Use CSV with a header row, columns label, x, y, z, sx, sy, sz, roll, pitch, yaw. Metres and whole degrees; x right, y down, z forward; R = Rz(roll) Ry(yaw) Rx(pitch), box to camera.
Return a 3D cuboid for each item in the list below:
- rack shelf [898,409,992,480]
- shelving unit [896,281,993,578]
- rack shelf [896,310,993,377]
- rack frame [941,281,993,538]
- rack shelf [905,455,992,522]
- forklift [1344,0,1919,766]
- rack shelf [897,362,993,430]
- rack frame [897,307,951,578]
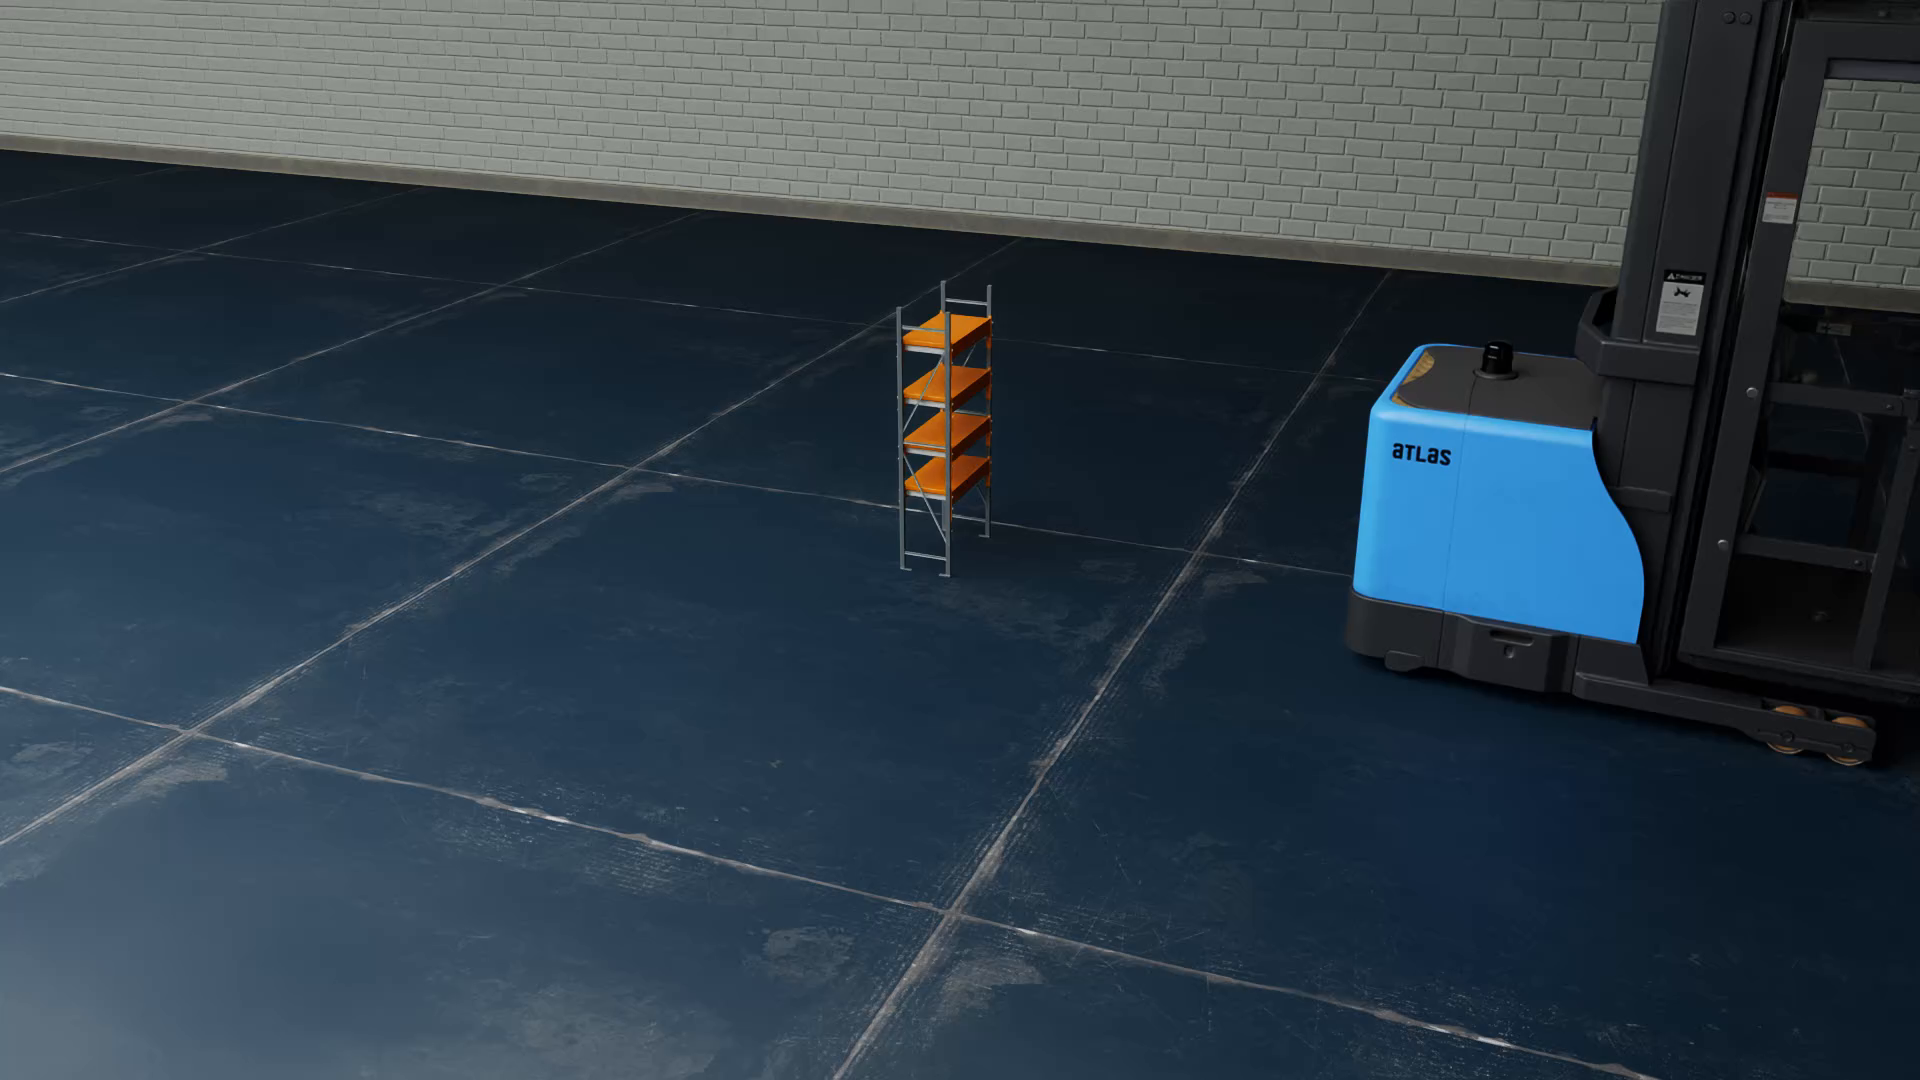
label,x,y,z,sx,sy,sz,roll,pitch,yaw
rack shelf,-0.061,-0.432,7.403,0.258,0.148,0.480,9,24,20
shelving unit,-0.061,-0.494,7.377,0.258,1.200,0.503,9,24,20
rack shelf,-0.062,-0.857,7.225,0.258,0.148,0.480,9,24,20
rack frame,0.029,-0.582,7.586,0.240,1.200,0.015,9,24,20
rack shelf,-0.061,-0.249,7.479,0.258,0.148,0.480,9,24,20
forklift,3.081,-0.793,5.845,3.031,2.935,1.130,10,25,23
rack shelf,-0.061,-0.639,7.317,0.258,0.148,0.480,9,24,20
rack frame,-0.152,-0.407,7.168,0.240,1.200,0.015,9,24,20
